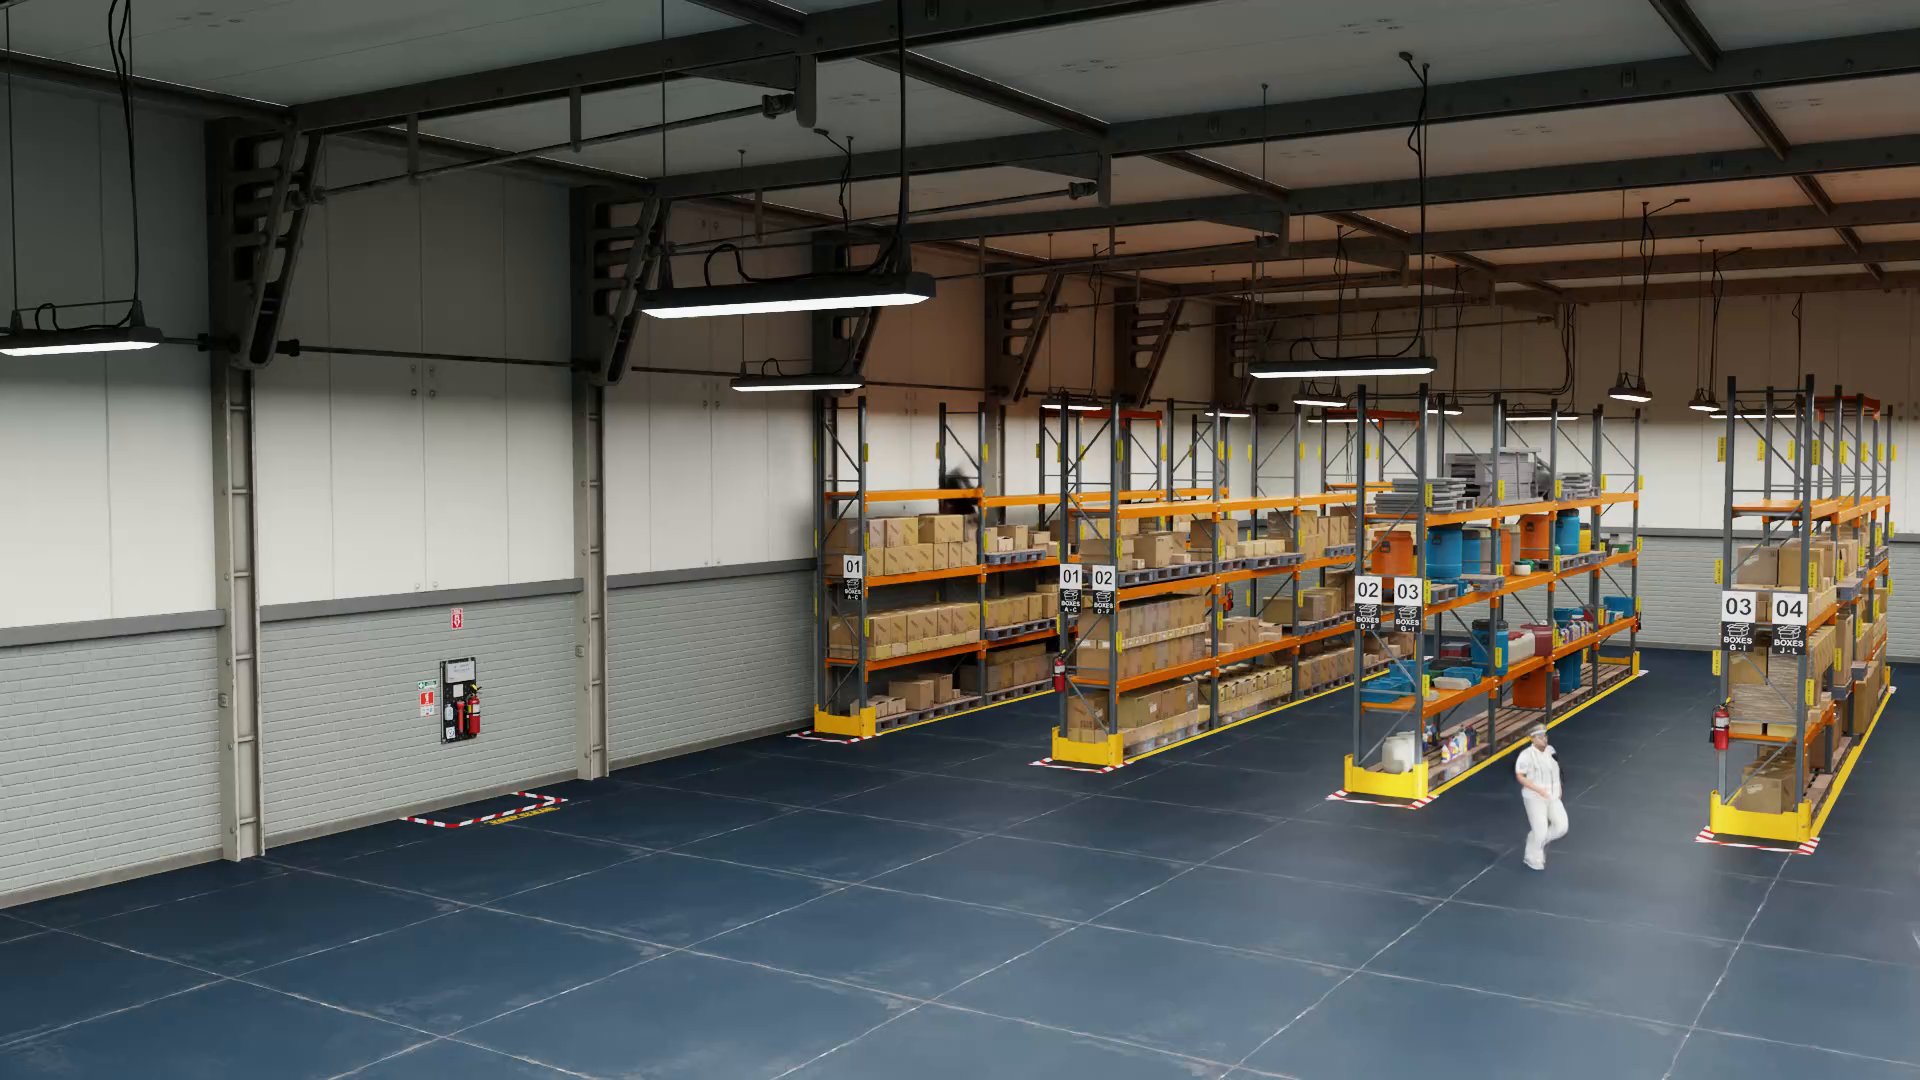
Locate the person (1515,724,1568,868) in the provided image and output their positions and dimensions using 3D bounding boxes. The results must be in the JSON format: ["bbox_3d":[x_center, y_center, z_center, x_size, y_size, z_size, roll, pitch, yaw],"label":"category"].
[{"bbox_3d":[7.024,3.081,20.002,0.674,1.746,0.541,-1,3,-23],"label":"person"}]
